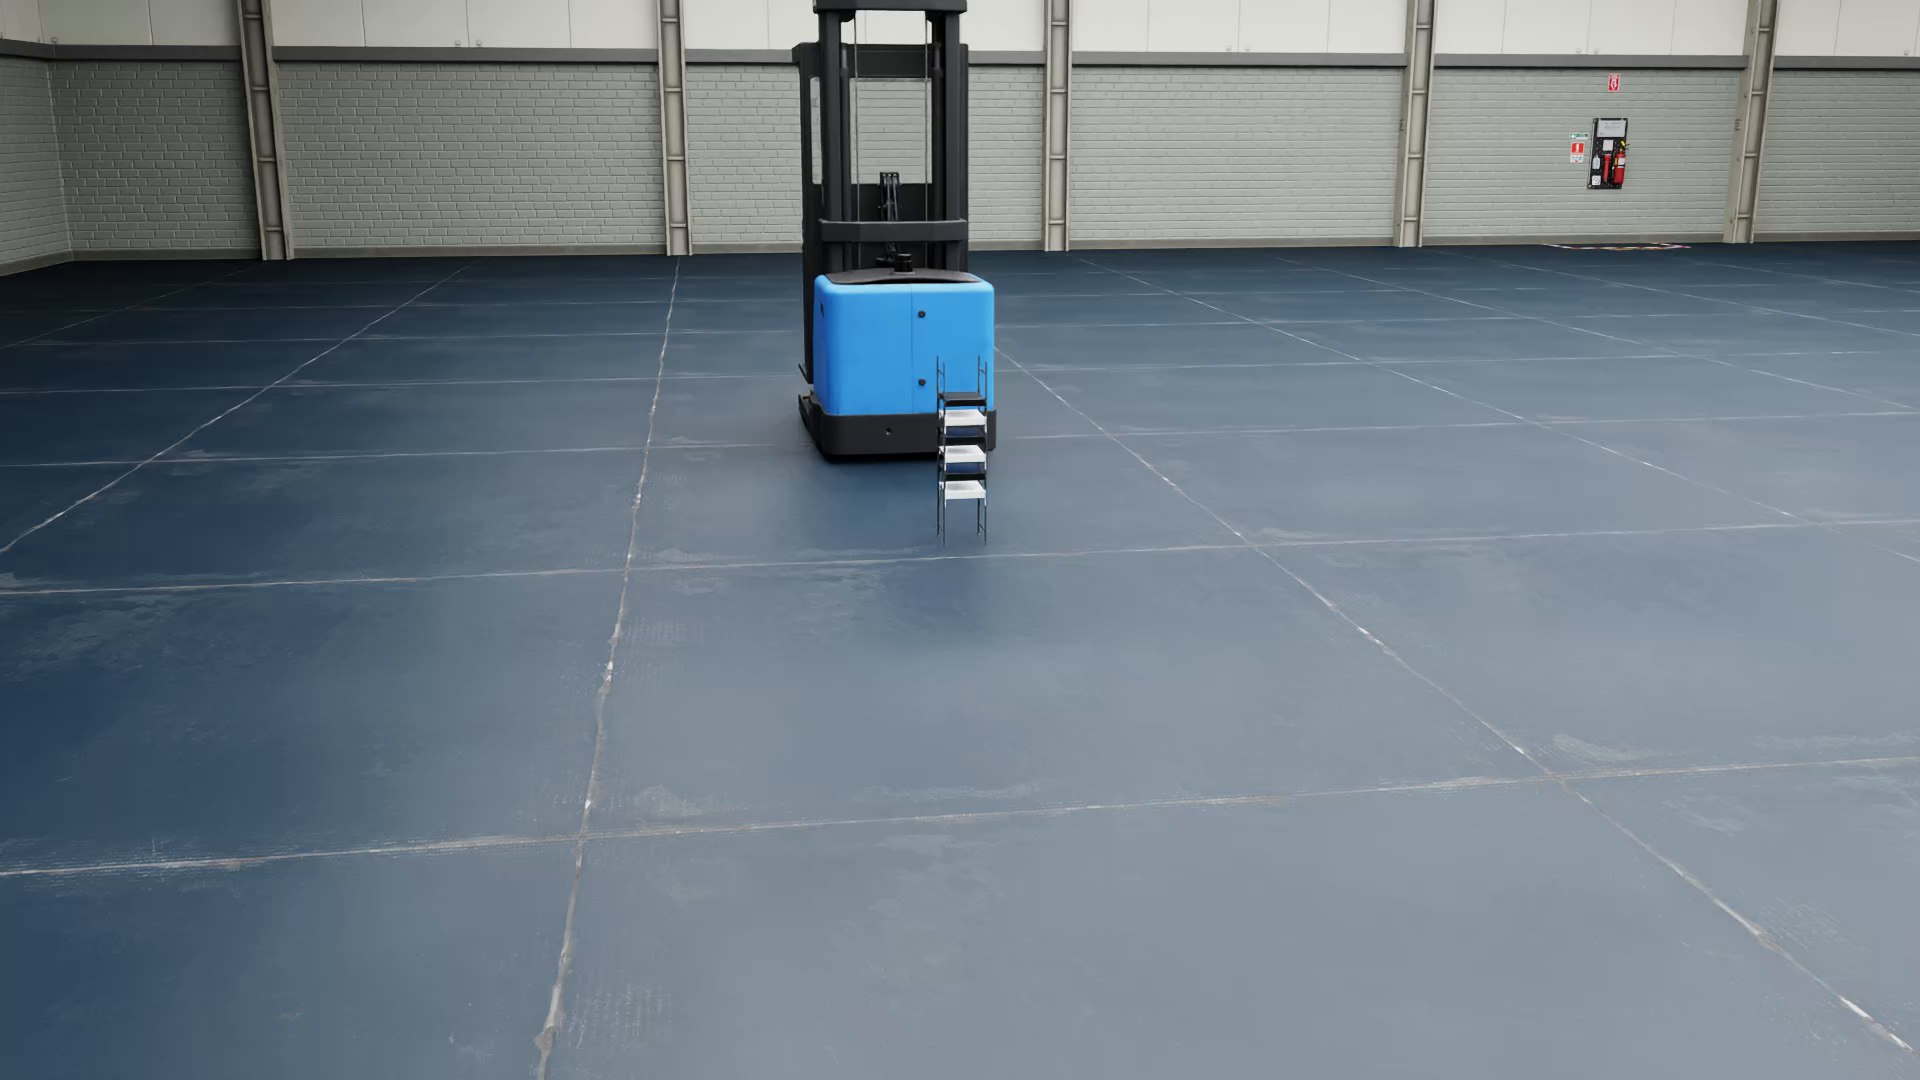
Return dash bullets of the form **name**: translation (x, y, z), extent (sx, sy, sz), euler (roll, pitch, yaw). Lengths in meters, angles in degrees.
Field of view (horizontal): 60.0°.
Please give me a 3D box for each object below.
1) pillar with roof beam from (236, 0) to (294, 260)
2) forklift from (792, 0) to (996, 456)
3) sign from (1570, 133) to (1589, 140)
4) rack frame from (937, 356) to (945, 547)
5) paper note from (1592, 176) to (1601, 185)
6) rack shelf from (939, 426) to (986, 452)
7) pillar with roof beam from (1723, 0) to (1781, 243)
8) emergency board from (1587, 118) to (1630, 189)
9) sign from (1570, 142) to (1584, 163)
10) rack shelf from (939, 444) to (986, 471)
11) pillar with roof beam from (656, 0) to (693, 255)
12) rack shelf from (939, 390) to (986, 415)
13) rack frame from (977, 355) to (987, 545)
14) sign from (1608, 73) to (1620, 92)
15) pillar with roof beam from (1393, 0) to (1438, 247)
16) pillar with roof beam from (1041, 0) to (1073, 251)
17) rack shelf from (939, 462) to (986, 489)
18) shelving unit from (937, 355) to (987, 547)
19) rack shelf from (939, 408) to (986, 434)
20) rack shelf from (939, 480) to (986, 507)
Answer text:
- **pillar with roof beam**: translation (-9.686, -7.588, 19.981), extent (0.400, 9.000, 9.100), euler (-2, 14, -8)
- **forklift**: translation (-0.528, -2.240, 11.129), extent (1.130, 2.935, 3.031), euler (-2, 14, -9)
- **sign**: translation (10.399, -6.781, 27.930), extent (0.331, 0.109, 0.001), euler (-2, 14, -8)
- **rack frame**: translation (-0.092, -0.433, 8.099), extent (0.006, 0.900, 0.240), euler (-2, 14, -8)
- **paper note**: translation (10.770, -6.086, 28.135), extent (0.142, 0.148, 0.016), euler (-2, 14, -8)
- **rack shelf**: translation (0.008, -0.492, 8.100), extent (0.200, 0.077, 0.258), euler (-2, 14, -8)
- **pillar with roof beam**: translation (14.046, -8.458, 23.449), extent (0.400, 9.000, 9.100), euler (-2, 14, -8)
- **emergency board**: translation (10.956, -6.503, 27.988), extent (0.643, 1.169, 0.194), euler (-2, 14, -8)
- **sign**: translation (10.394, -6.526, 28.002), extent (0.234, 0.329, 0.001), euler (-2, 14, -8)
- **rack shelf**: translation (0.008, -0.404, 8.122), extent (0.200, 0.077, 0.258), euler (-2, 14, -8)
- **pillar with roof beam**: translation (-3.753, -7.806, 20.848), extent (0.400, 9.000, 9.100), euler (-2, 14, -8)
- **rack shelf**: translation (0.008, -0.666, 8.056), extent (0.200, 0.077, 0.258), euler (-2, 14, -8)
- **rack frame**: translation (0.109, -0.440, 8.128), extent (0.006, 0.900, 0.240), euler (-2, 14, -8)
- **sign**: translation (10.933, -7.652, 27.800), extent (0.199, 0.298, 0.001), euler (-2, 14, -8)
- **pillar with roof beam**: translation (8.113, -8.241, 22.582), extent (0.400, 9.000, 9.100), euler (-2, 14, -8)
- **pillar with roof beam**: translation (2.180, -8.023, 21.715), extent (0.400, 9.000, 9.100), euler (-2, 14, -8)
- **rack shelf**: translation (0.008, -0.317, 8.144), extent (0.200, 0.077, 0.258), euler (-2, 14, -8)
- **shelving unit**: translation (0.008, -0.437, 8.114), extent (0.210, 0.900, 0.258), euler (-2, 14, -8)
- **rack shelf**: translation (0.008, -0.579, 8.078), extent (0.200, 0.077, 0.258), euler (-2, 14, -8)
- **rack shelf**: translation (0.008, -0.230, 8.165), extent (0.200, 0.077, 0.258), euler (-2, 14, -8)
